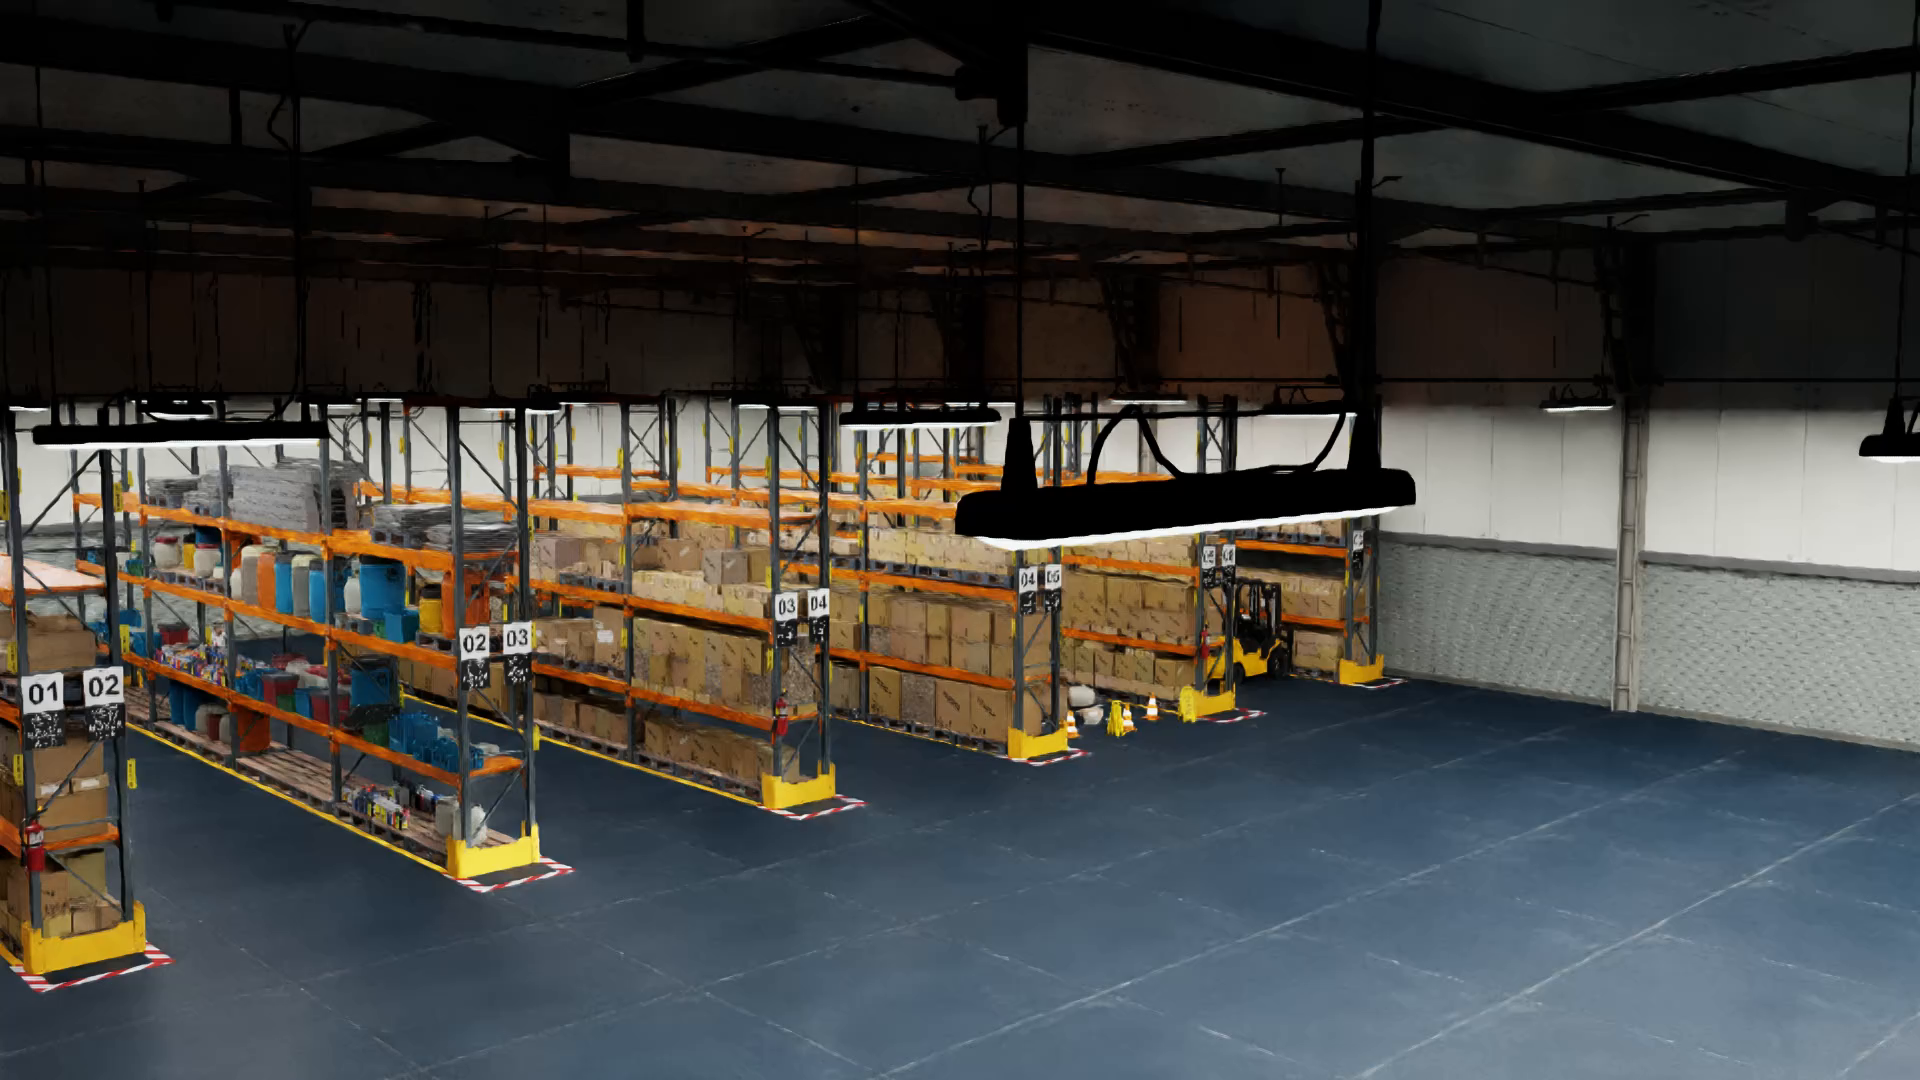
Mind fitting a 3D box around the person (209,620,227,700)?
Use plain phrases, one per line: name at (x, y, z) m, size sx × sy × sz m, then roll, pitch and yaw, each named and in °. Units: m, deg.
person at (-14.617, 2.365, 32.730) m, size 0.498 × 1.632 × 0.637 m, roll 5°, pitch 8°, yaw 44°
